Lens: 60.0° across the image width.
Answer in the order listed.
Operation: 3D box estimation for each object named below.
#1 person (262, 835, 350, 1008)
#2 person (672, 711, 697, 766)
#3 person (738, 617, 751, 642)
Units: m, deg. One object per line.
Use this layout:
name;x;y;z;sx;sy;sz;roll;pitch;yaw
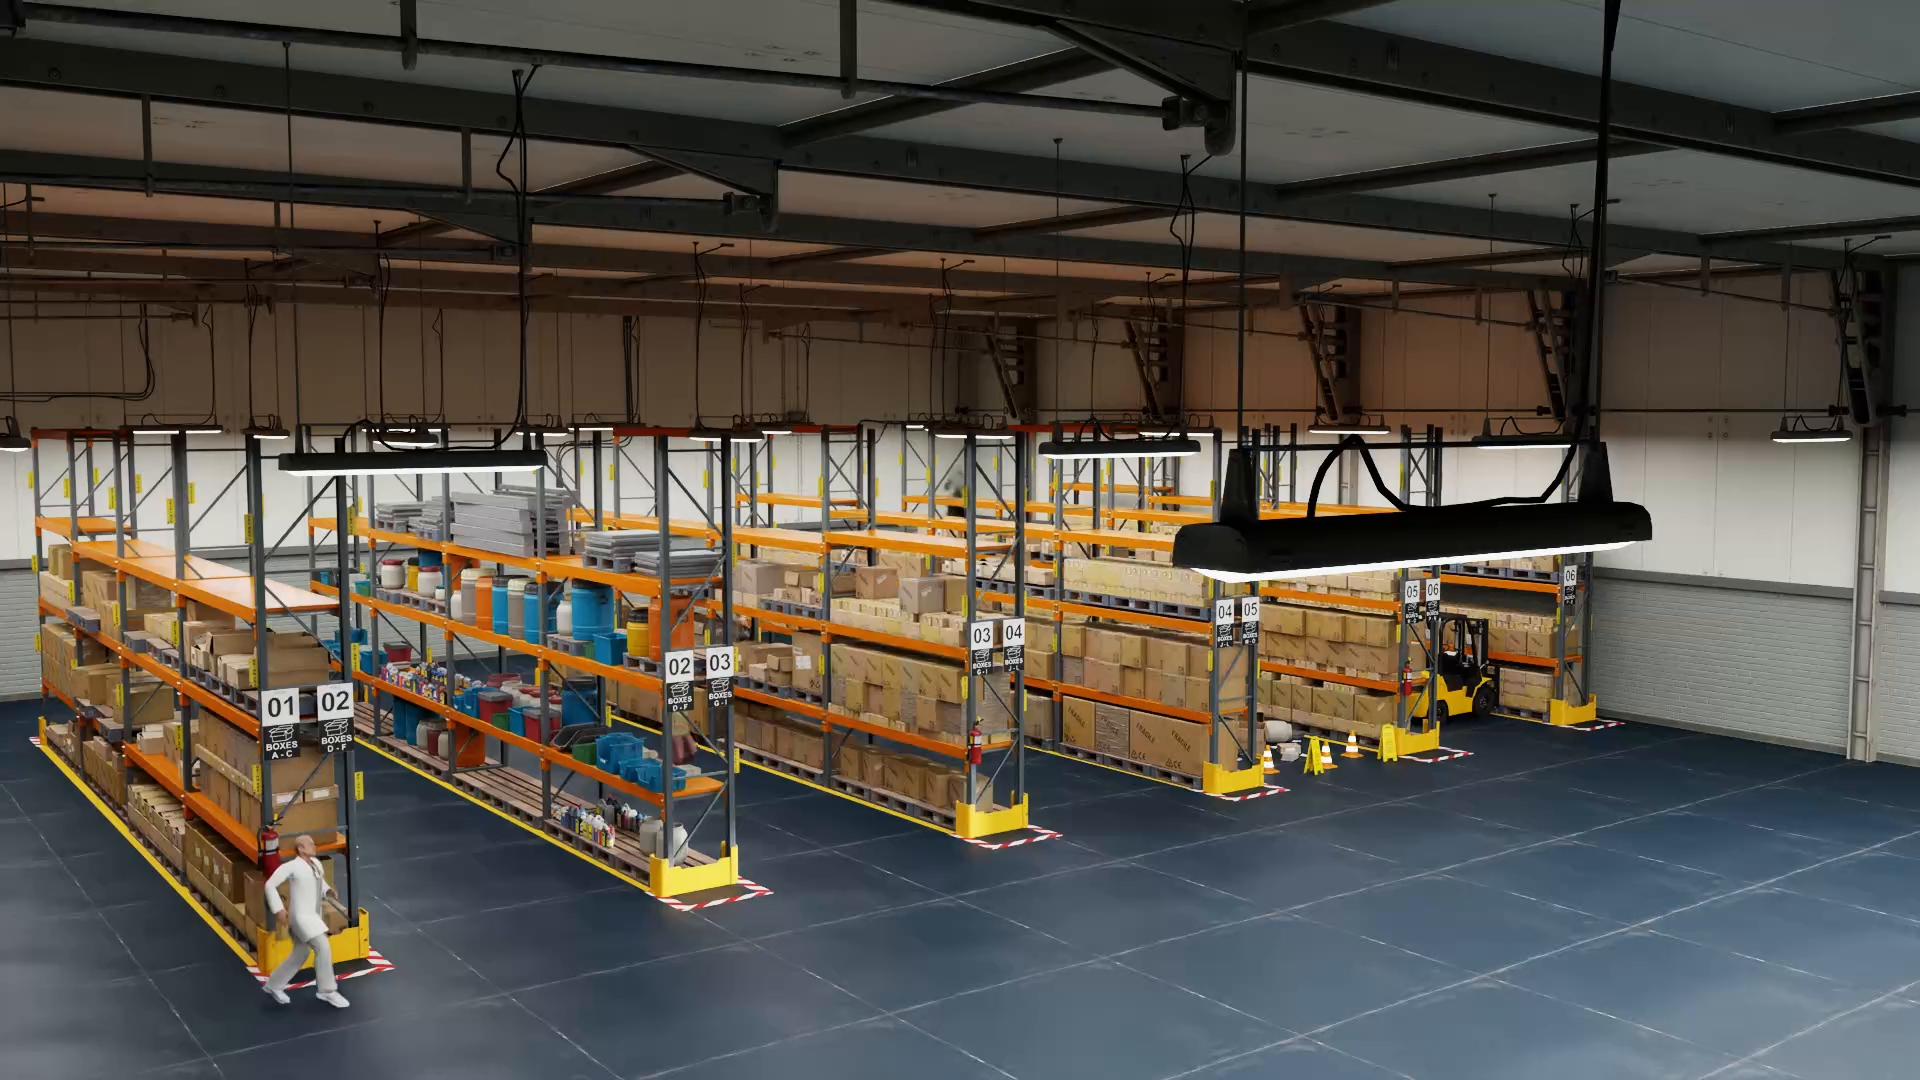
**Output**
person;-6.938;4.043;17.754;0.964;1.774;0.704;0;4;3
person;-4.718;3.295;28.189;0.551;1.628;0.554;4;6;40
person;-4.768;2.585;36.808;0.639;1.774;0.734;-3;6;-38
